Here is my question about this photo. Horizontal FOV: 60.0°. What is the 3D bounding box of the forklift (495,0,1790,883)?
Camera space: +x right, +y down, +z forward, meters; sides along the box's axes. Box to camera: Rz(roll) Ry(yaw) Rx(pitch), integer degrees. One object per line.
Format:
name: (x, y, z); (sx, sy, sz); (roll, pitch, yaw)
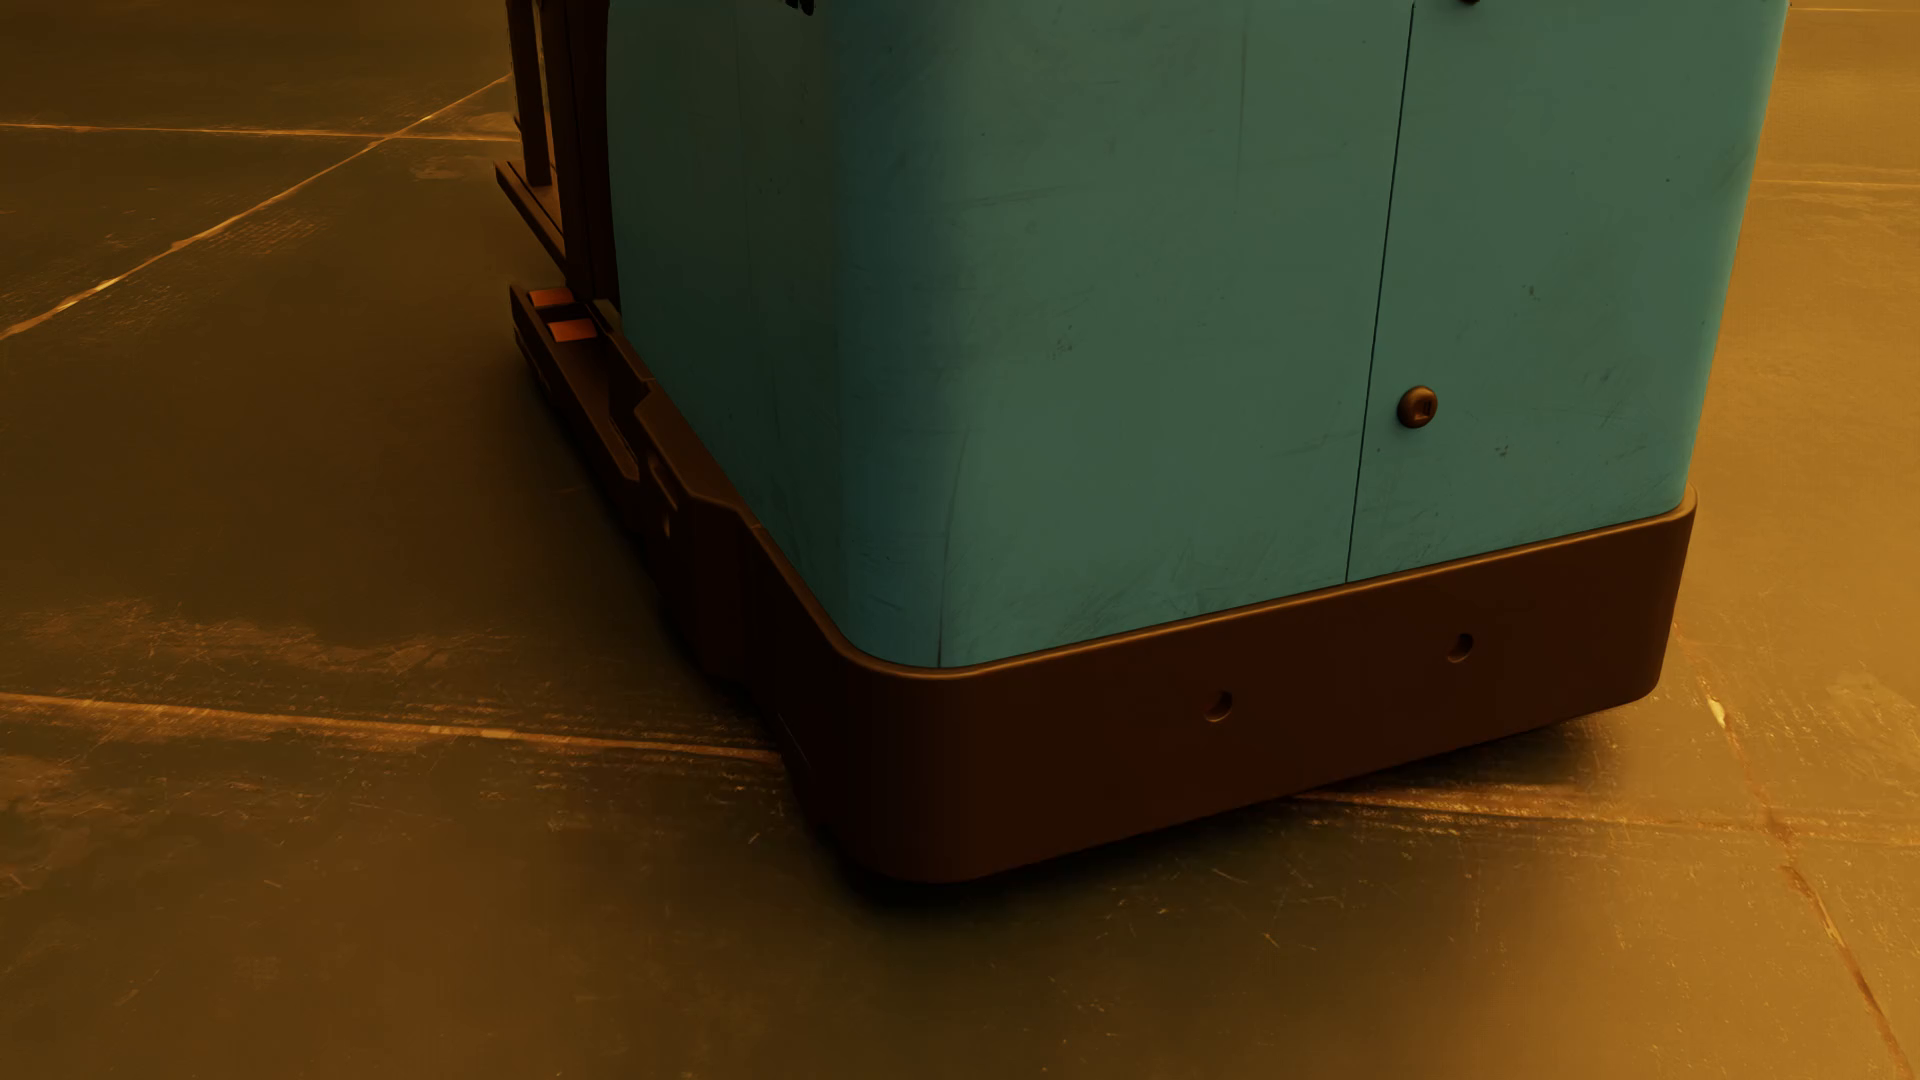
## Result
forklift: (-0.191, -1.604, 2.431); (1.130, 2.935, 3.031); (-11, 28, -21)
